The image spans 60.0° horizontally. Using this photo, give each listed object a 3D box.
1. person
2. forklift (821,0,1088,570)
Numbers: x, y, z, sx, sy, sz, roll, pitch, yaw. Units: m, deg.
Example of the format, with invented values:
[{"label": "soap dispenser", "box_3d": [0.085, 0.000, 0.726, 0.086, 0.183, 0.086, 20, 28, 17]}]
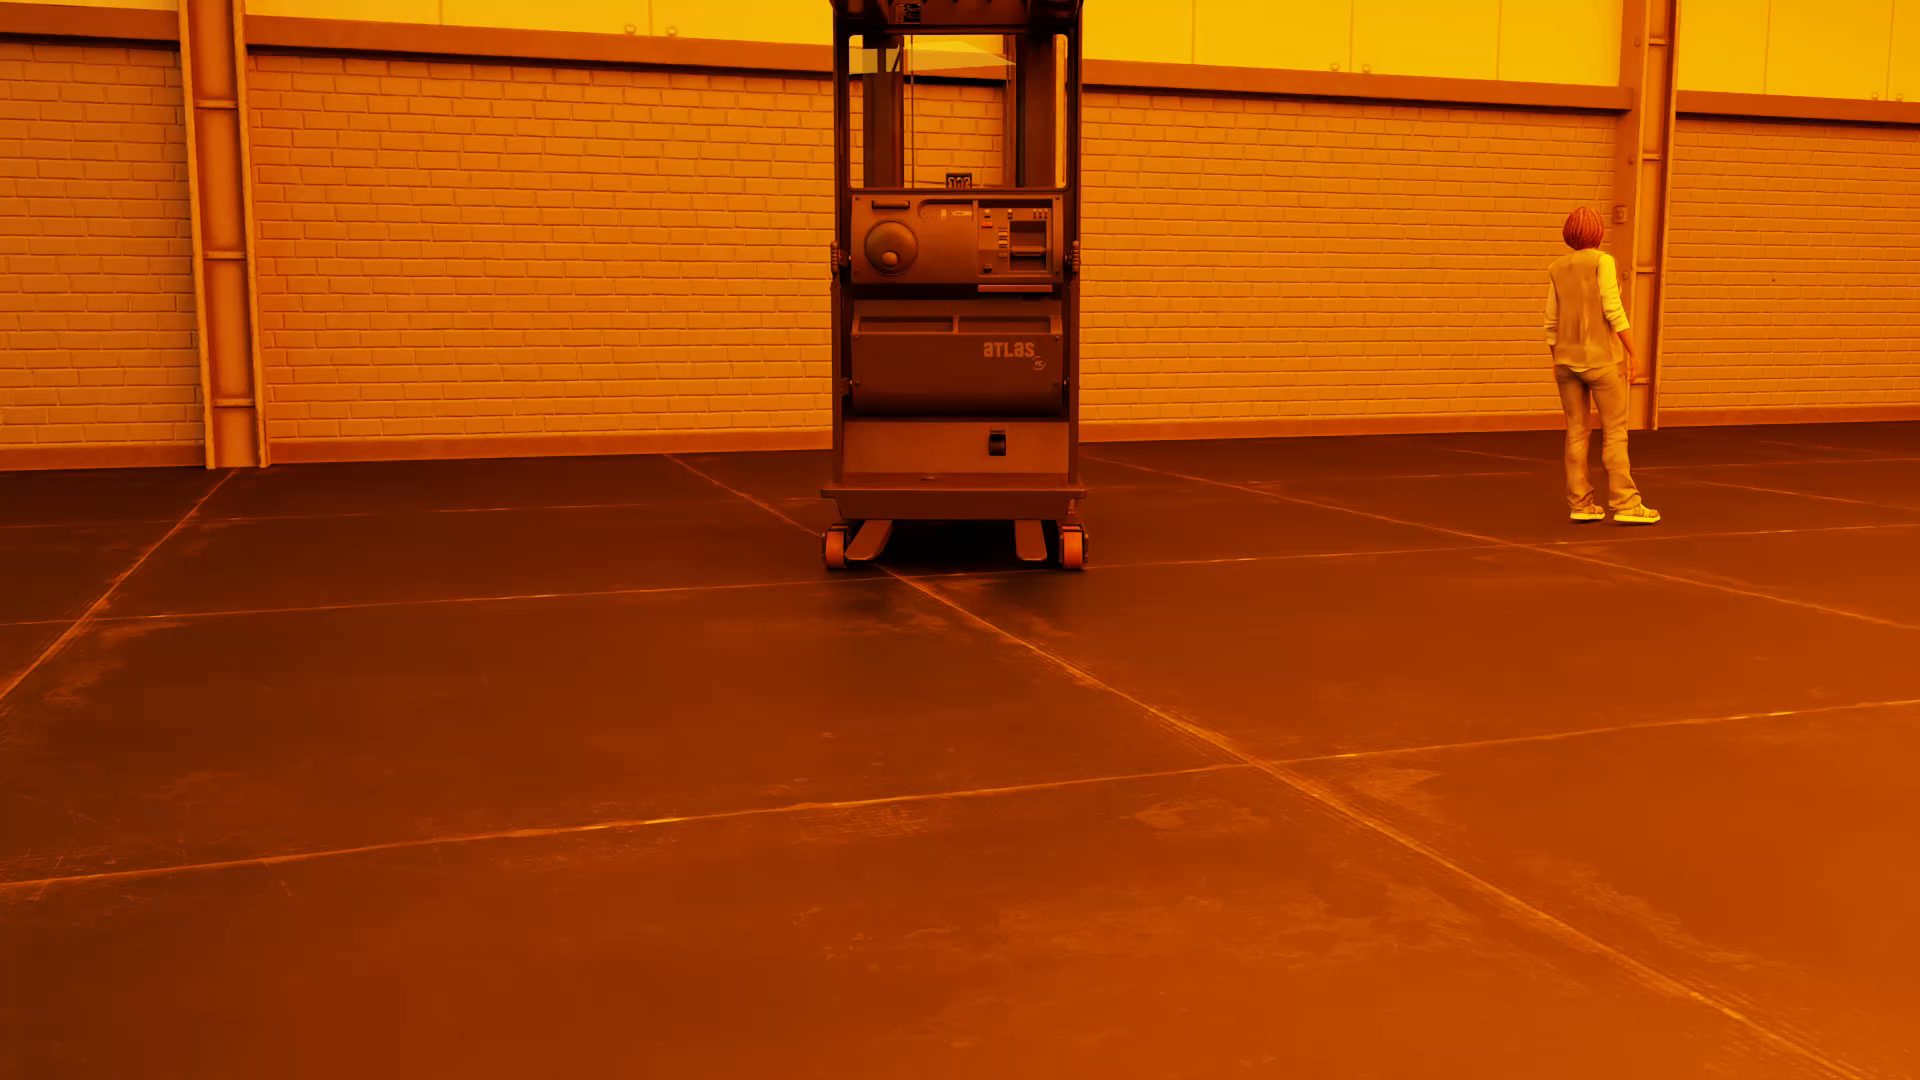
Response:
[{"label": "person", "box_3d": [3.274, -0.893, 8.508, 0.474, 1.598, 0.519, -5, 9, -32]}, {"label": "forklift", "box_3d": [-0.016, -1.368, 7.104, 1.130, 2.935, 3.031, 0, 8, 1]}]
